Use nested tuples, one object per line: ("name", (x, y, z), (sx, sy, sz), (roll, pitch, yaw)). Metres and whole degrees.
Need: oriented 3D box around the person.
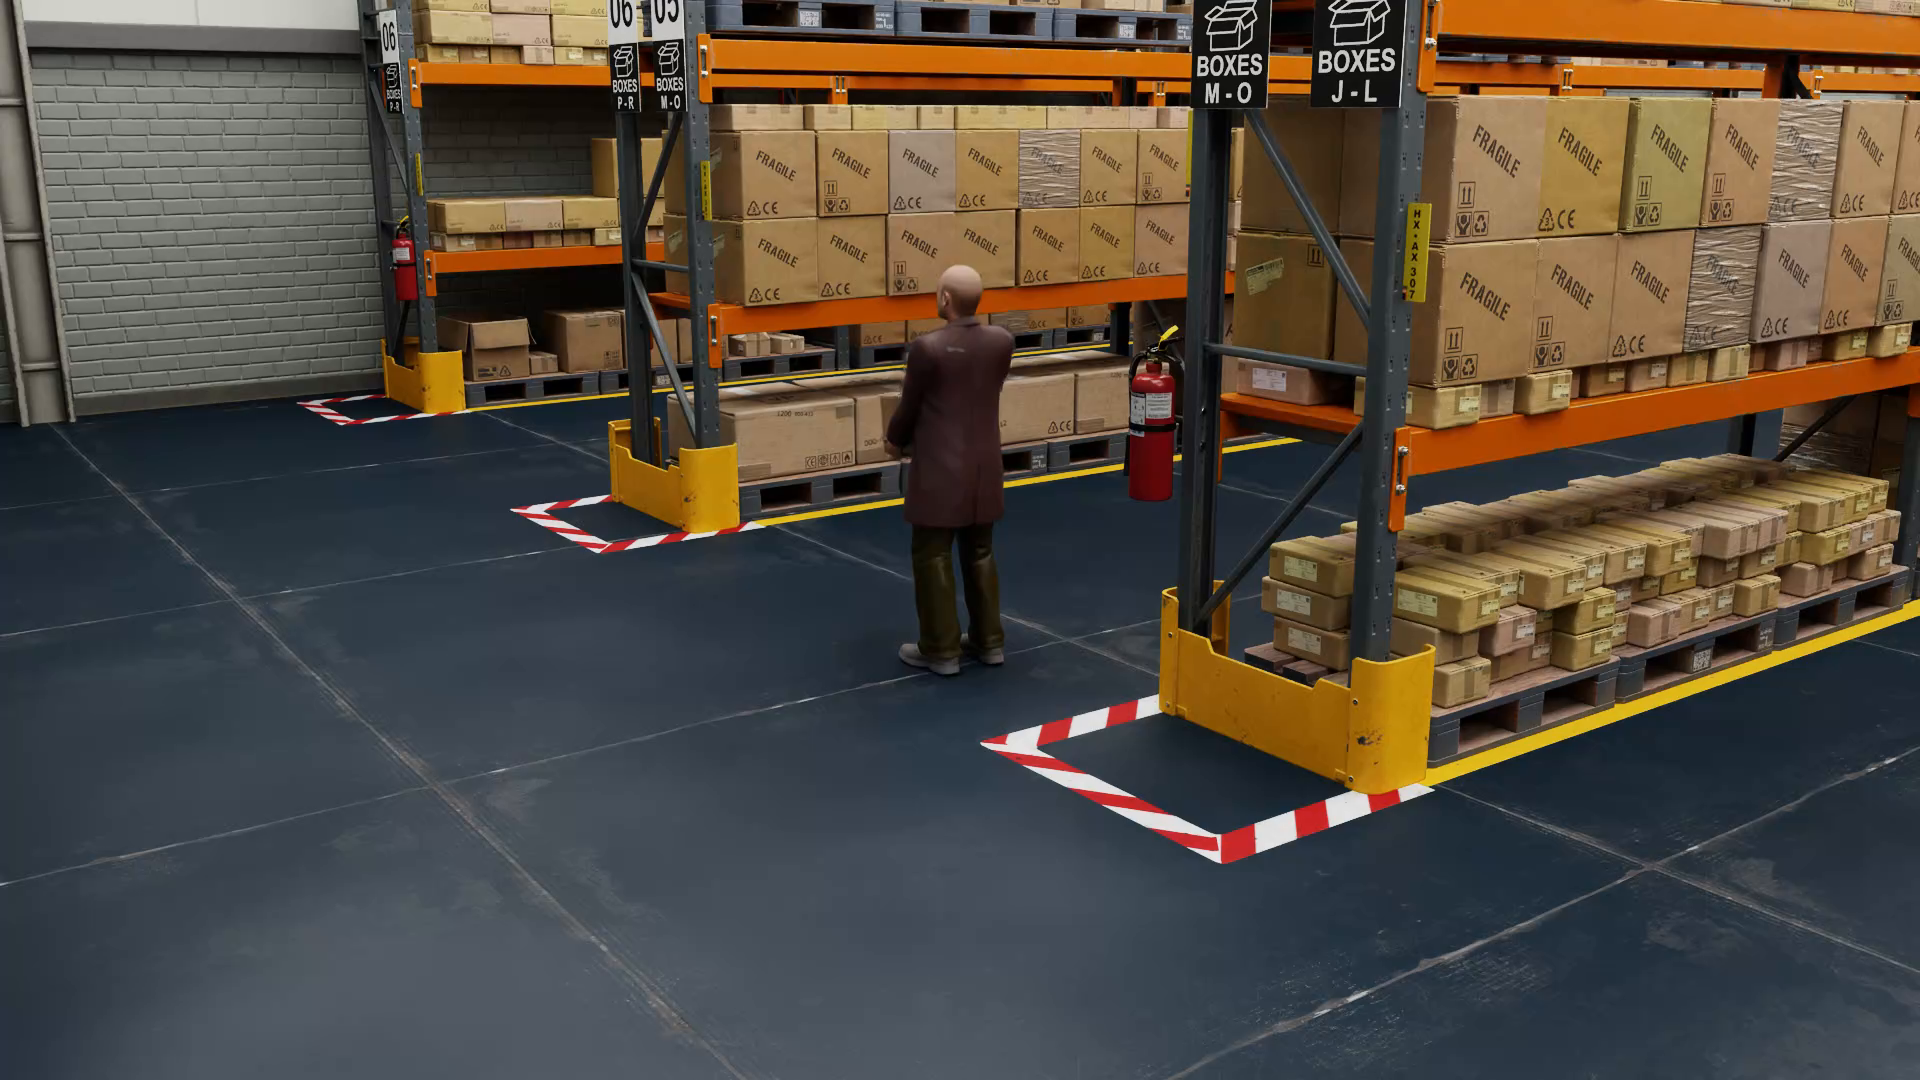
("person", (-0.045, -0.306, 7.243), (0.652, 1.773, 0.425), (-11, 18, -38))
